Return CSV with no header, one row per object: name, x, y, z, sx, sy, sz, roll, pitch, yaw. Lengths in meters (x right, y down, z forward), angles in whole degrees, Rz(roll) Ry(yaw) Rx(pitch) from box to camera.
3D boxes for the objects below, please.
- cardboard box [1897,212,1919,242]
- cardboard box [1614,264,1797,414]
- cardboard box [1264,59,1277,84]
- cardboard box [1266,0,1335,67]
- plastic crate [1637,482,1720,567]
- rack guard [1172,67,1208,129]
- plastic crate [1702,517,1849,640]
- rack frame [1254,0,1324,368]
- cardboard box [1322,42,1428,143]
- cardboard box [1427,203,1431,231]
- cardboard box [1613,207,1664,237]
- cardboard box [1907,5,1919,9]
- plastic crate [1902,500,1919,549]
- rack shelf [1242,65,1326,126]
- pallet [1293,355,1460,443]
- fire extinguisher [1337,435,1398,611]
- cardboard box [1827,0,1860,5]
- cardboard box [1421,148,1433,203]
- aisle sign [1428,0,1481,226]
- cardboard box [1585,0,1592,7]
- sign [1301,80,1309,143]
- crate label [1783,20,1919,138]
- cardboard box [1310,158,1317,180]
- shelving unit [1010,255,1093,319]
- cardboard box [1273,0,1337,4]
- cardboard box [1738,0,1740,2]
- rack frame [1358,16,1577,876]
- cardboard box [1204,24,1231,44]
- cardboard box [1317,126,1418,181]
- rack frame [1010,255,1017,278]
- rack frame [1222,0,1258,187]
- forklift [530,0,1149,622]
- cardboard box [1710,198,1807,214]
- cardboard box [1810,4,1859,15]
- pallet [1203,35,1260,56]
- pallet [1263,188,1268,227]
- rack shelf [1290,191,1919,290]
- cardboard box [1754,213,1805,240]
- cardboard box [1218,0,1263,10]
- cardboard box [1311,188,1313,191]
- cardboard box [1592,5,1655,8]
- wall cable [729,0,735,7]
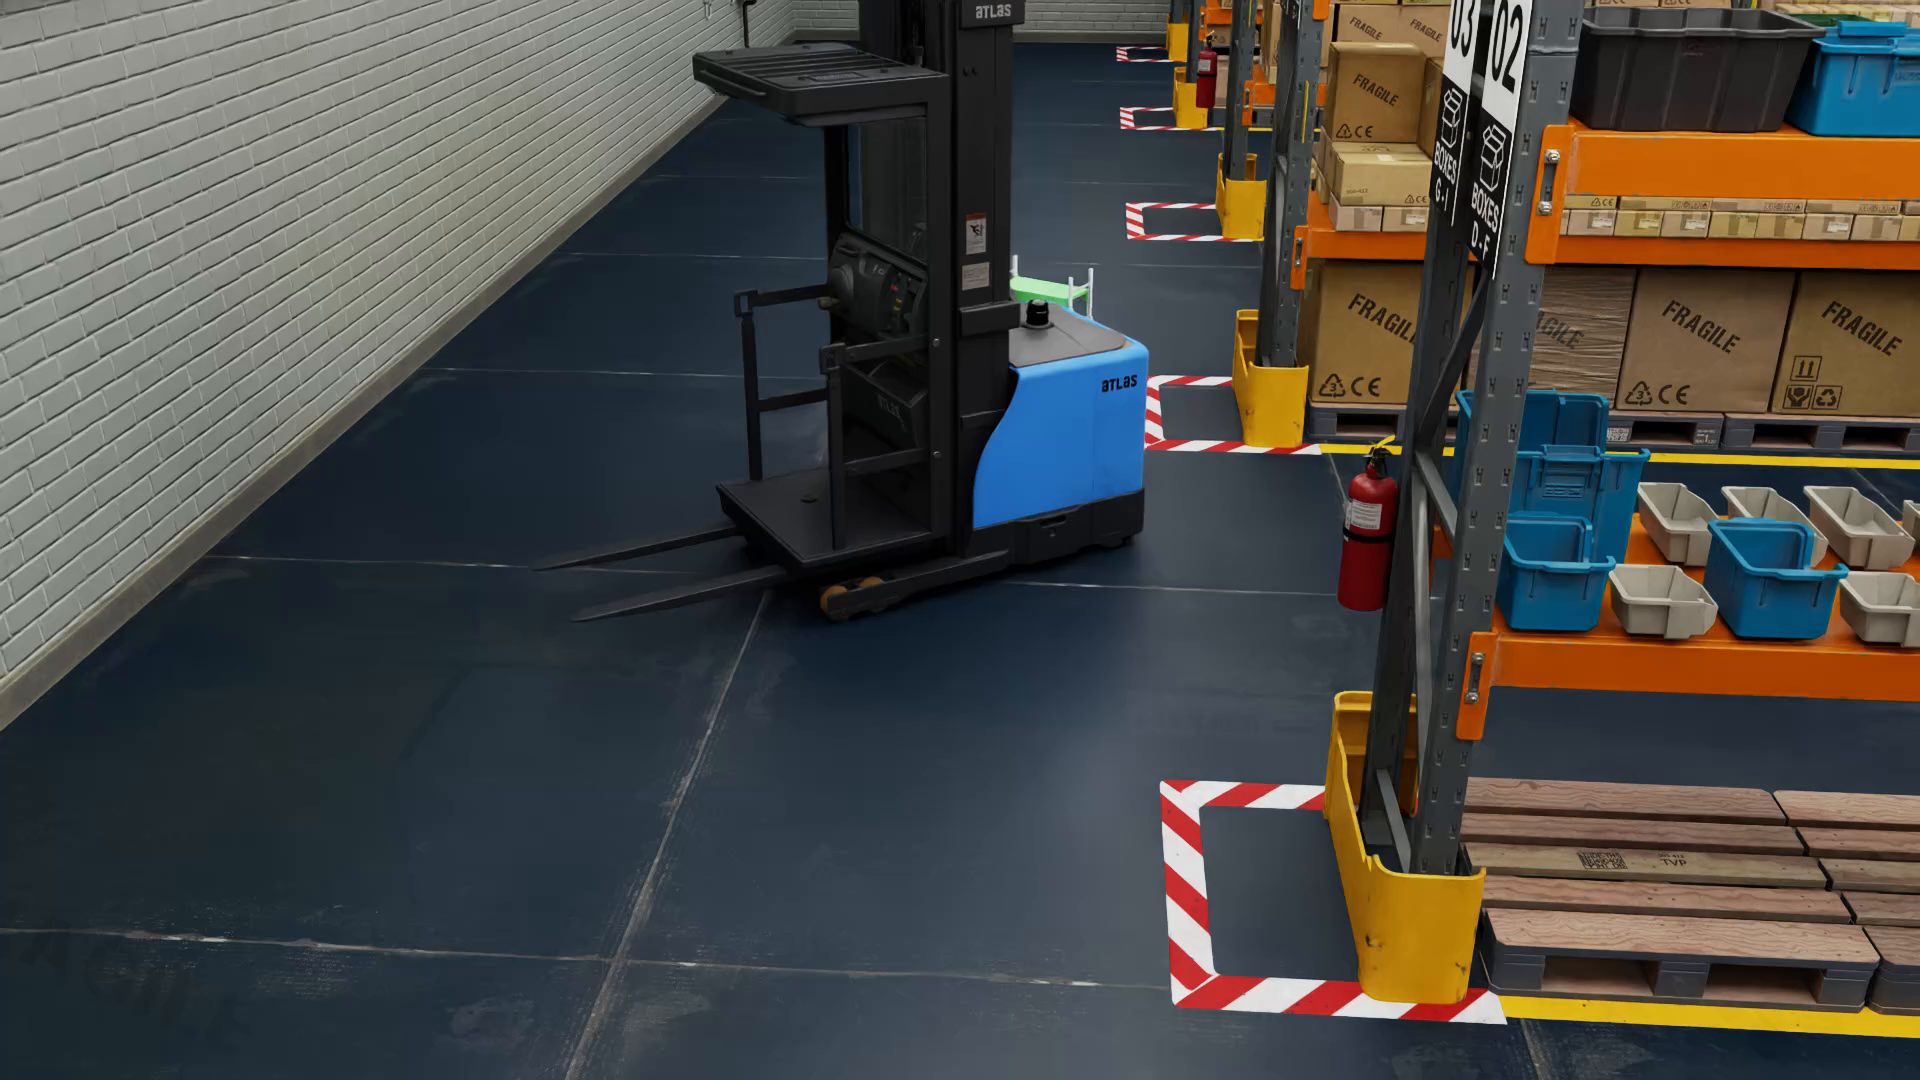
cardboard box,5.348,-1.796,9.366,0.250,0.149,0.380,2,25,5
cardboard box,4.385,-1.338,10.109,0.875,0.875,0.875,2,25,4
cardboard box,2.724,-3.960,14.068,0.250,0.149,0.380,2,25,4
cardboard box,2.853,-4.272,13.971,0.500,0.500,0.500,3,25,6
plastic crate,2.393,-0.050,5.513,0.243,0.136,0.396,2,25,4
rack guard,2.680,-5.153,19.350,0.348,0.500,1.175,2,25,4
plastic crate,2.444,0.122,5.025,0.300,0.233,0.416,2,25,4
rack frame,1.946,-2.157,9.850,0.127,3.000,1.000,2,25,4
cardboard box,2.452,-2.659,9.866,0.500,0.500,0.500,2,25,5
cardboard box,2.786,-1.879,9.545,0.250,0.149,0.380,1,25,3
cardboard box,3.808,-1.845,9.473,0.250,0.149,0.380,1,25,3
cardboard box,7.810,-4.203,13.383,0.250,0.149,0.380,2,25,4
plastic crate,3.257,-0.034,5.479,0.250,0.136,0.298,2,25,4
rack shelf,4.420,-3.830,14.347,4.000,0.370,1.077,2,25,4
pallet,2.749,-0.897,10.448,1.213,0.211,1.003,2,25,4
fire extinguisher,1.451,-0.083,5.880,0.183,0.674,0.296,2,25,4
cardboard box,7.355,-4.491,14.009,0.250,0.149,0.380,1,25,2
cardboard box,2.922,-2.082,9.511,0.500,0.250,0.500,2,25,3
aisle sign,1.517,-1.398,5.090,0.004,0.787,0.394,2,25,4
cardboard box,4.900,-4.667,13.632,0.500,0.500,0.500,2,25,5
sign,1.897,-2.355,9.150,0.005,0.325,0.100,2,25,4
crate label,2.462,-1.224,4.411,0.502,0.251,0.408,2,25,4
cardboard box,2.923,-3.229,14.375,0.250,0.149,0.380,1,25,2
shelving unit,0.454,-0.962,9.405,0.503,1.200,0.258,15,29,30
cardboard box,2.853,-4.731,13.771,0.500,0.500,0.500,2,25,4
cardboard box,8.635,-5.908,18.182,0.500,0.250,0.500,1,25,3
rack frame,1.567,-0.093,5.363,0.127,3.000,1.000,2,25,4
cardboard box,3.683,-7.354,23.628,0.637,0.503,0.797,1,25,2
cardboard box,2.449,-2.319,10.026,0.500,0.250,0.500,1,25,3
rack frame,0.250,-1.018,9.528,0.015,1.200,0.240,15,29,30
rack frame,2.426,-4.221,14.335,0.127,3.000,1.000,2,25,4
forklift,-0.578,-1.197,7.845,3.031,2.935,1.130,-13,28,-26
cardboard box,4.449,-2.033,9.403,0.500,0.250,0.500,2,25,5
cardboard box,7.050,-4.229,13.440,0.250,0.149,0.380,3,25,5
pallet,3.951,-7.062,23.845,1.213,0.211,1.003,2,25,4
pallet,3.309,-2.911,14.824,1.213,0.211,1.003,2,25,4
rack shelf,3.940,-1.766,9.861,4.000,0.370,1.077,2,25,4
cardboard box,4.579,-1.821,9.420,0.250,0.149,0.380,2,25,5
cardboard box,3.161,-6.198,18.512,0.500,0.500,0.500,2,25,4
cardboard box,3.191,-2.992,14.573,0.250,0.149,0.380,2,25,4
cardboard box,5.393,-4.189,13.789,0.500,0.500,0.500,1,25,3
wall cable,-2.823,-7.511,20.270,0.122,1.984,0.588,2,25,4
